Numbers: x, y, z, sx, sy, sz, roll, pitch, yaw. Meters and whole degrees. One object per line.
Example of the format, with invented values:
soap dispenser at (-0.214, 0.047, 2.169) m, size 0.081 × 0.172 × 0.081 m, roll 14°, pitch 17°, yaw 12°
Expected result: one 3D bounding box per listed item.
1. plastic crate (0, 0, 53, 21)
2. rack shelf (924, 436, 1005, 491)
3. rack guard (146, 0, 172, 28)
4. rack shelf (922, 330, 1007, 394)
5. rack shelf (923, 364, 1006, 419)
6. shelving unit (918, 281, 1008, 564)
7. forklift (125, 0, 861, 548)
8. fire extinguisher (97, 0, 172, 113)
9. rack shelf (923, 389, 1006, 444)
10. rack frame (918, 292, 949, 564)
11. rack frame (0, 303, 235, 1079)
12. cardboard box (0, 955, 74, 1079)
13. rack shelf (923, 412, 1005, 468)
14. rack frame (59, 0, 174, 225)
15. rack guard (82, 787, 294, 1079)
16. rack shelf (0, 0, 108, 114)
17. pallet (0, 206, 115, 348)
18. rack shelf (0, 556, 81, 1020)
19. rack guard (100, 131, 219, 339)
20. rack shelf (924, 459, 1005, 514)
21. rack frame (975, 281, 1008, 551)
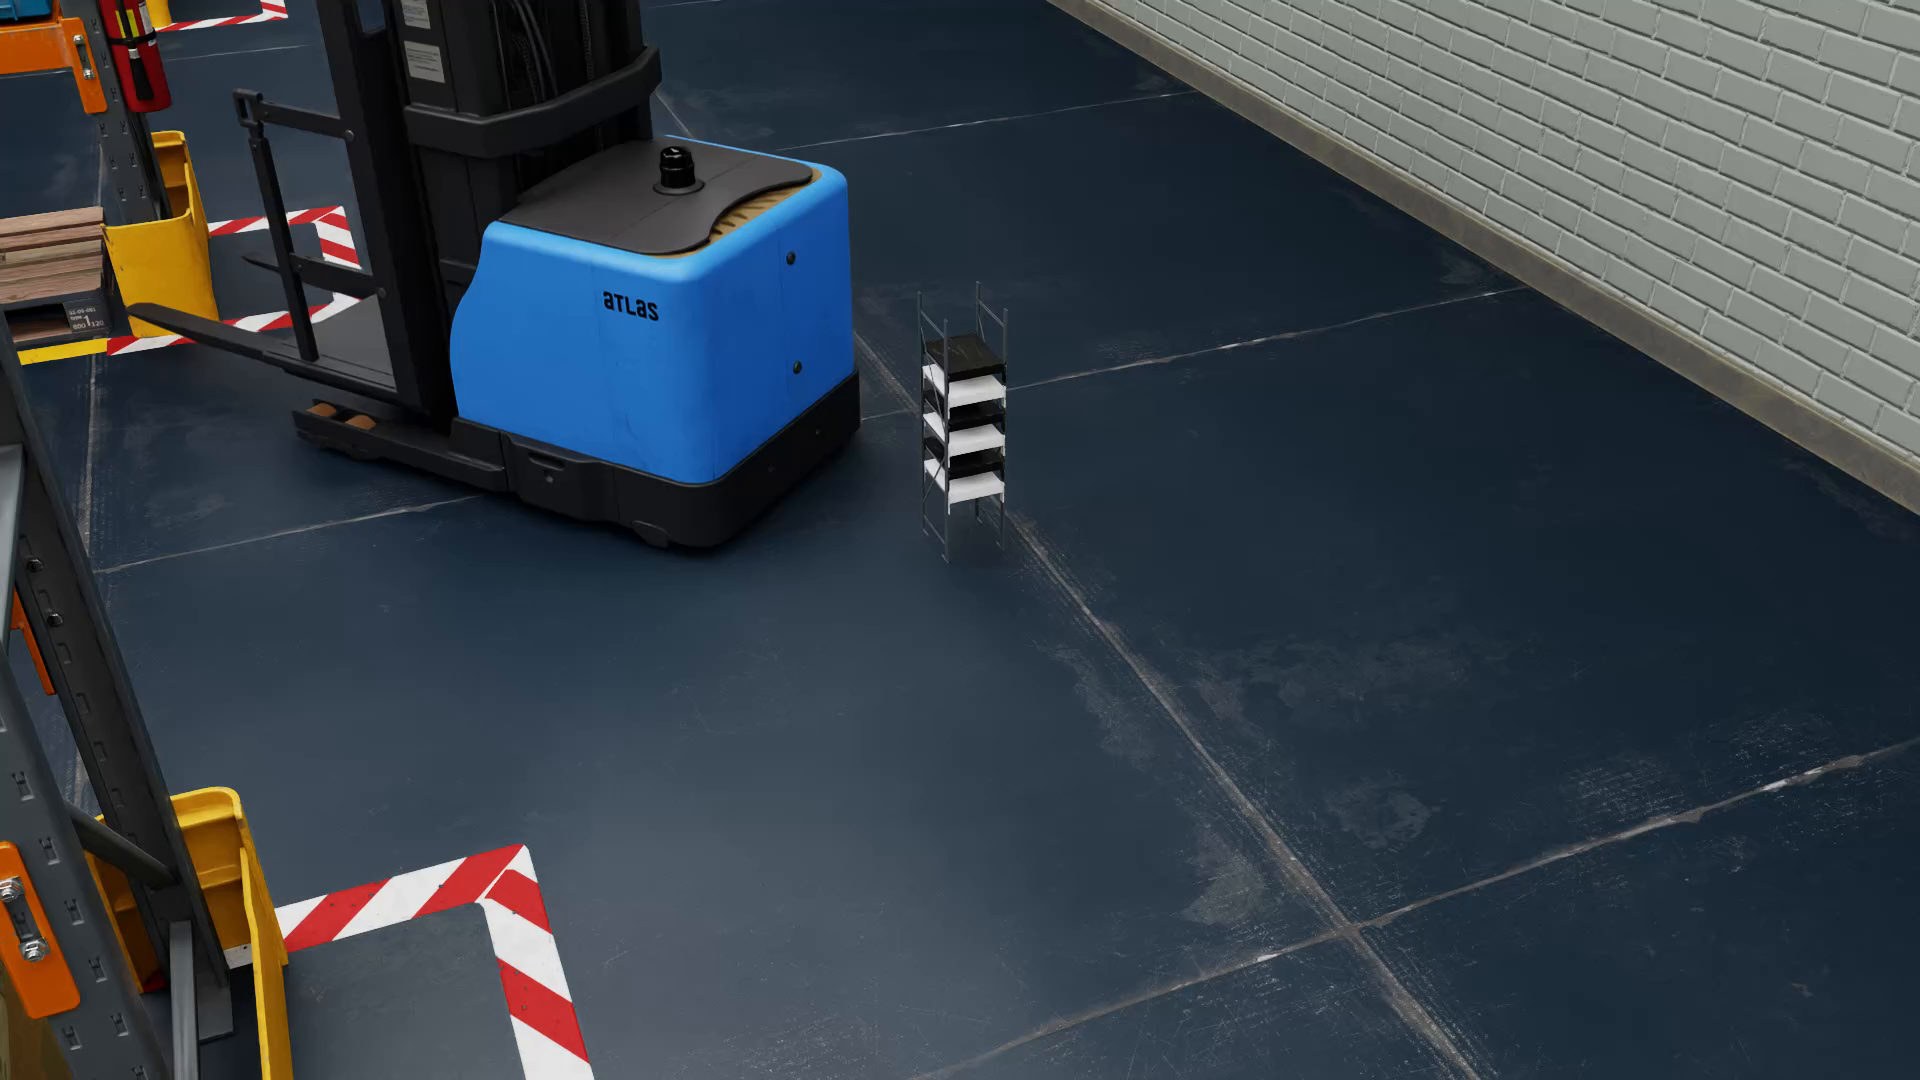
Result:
plastic crate at (-3.826, -2.296, 6.441) m, size 0.499 × 0.435 × 0.616 m, roll -13°, pitch 35°, yaw -19°
rack shelf at (0.007, -0.276, 5.574) m, size 0.200 × 0.077 × 0.258 m, roll -13°, pitch 35°, yaw -19°
rack guard at (-5.574, -3.849, 11.207) m, size 0.348 × 0.500 × 1.175 m, roll -13°, pitch 35°, yaw -19°
rack shelf at (0.007, -0.577, 5.378) m, size 0.200 × 0.077 × 0.258 m, roll -13°, pitch 35°, yaw -19°
rack shelf at (0.007, -0.502, 5.427) m, size 0.200 × 0.077 × 0.258 m, roll -13°, pitch 35°, yaw -19°
shelving unit at (0.007, -0.379, 5.507) m, size 0.210 × 0.900 × 0.258 m, roll -13°, pitch 35°, yaw -19°
forklift at (-1.921, -1.761, 5.770) m, size 3.031 × 2.935 × 1.130 m, roll 16°, pitch 36°, yaw 23°
fire extinguisher at (-3.274, -2.035, 6.541) m, size 0.183 × 0.674 × 0.296 m, roll -13°, pitch 35°, yaw -19°
rack shelf at (0.007, -0.426, 5.476) m, size 0.200 × 0.077 × 0.258 m, roll -13°, pitch 35°, yaw -19°
rack frame at (-0.086, -0.357, 5.474) m, size 0.006 × 0.900 × 0.240 m, roll -13°, pitch 35°, yaw -19°
rack frame at (-1.672, 0.070, 2.892) m, size 0.127 × 3.000 × 1.000 m, roll -13°, pitch 35°, yaw -19°
cardboard box at (-2.231, 0.960, 3.088) m, size 0.875 × 0.875 × 0.875 m, roll -13°, pitch 35°, yaw -19°
rack shelf at (0.007, -0.351, 5.525) m, size 0.200 × 0.077 × 0.258 m, roll -13°, pitch 35°, yaw -19°
rack frame at (-3.589, -2.421, 6.720) m, size 0.127 × 3.000 × 1.000 m, roll -13°, pitch 35°, yaw -19°
rack guard at (-1.650, 1.112, 3.582) m, size 0.348 × 0.500 × 1.175 m, roll -13°, pitch 35°, yaw -19°
rack shelf at (-5.434, -1.697, 6.267) m, size 4.000 × 0.370 × 1.077 m, roll -13°, pitch 35°, yaw -19°
pallet at (-4.365, -1.097, 7.243) m, size 1.213 × 0.211 × 1.003 m, roll -13°, pitch 35°, yaw -19°
rack shelf at (-3.516, 0.794, 2.440) m, size 4.000 × 0.370 × 1.077 m, roll -13°, pitch 35°, yaw -19°
rack guard at (-3.572, -1.385, 7.420) m, size 0.348 × 0.500 × 1.175 m, roll -13°, pitch 35°, yaw -19°
rack shelf at (0.007, -0.200, 5.624) m, size 0.200 × 0.077 × 0.258 m, roll -13°, pitch 35°, yaw -19°
rack frame at (0.101, -0.400, 5.540) m, size 0.006 × 0.900 × 0.240 m, roll -13°, pitch 35°, yaw -19°
